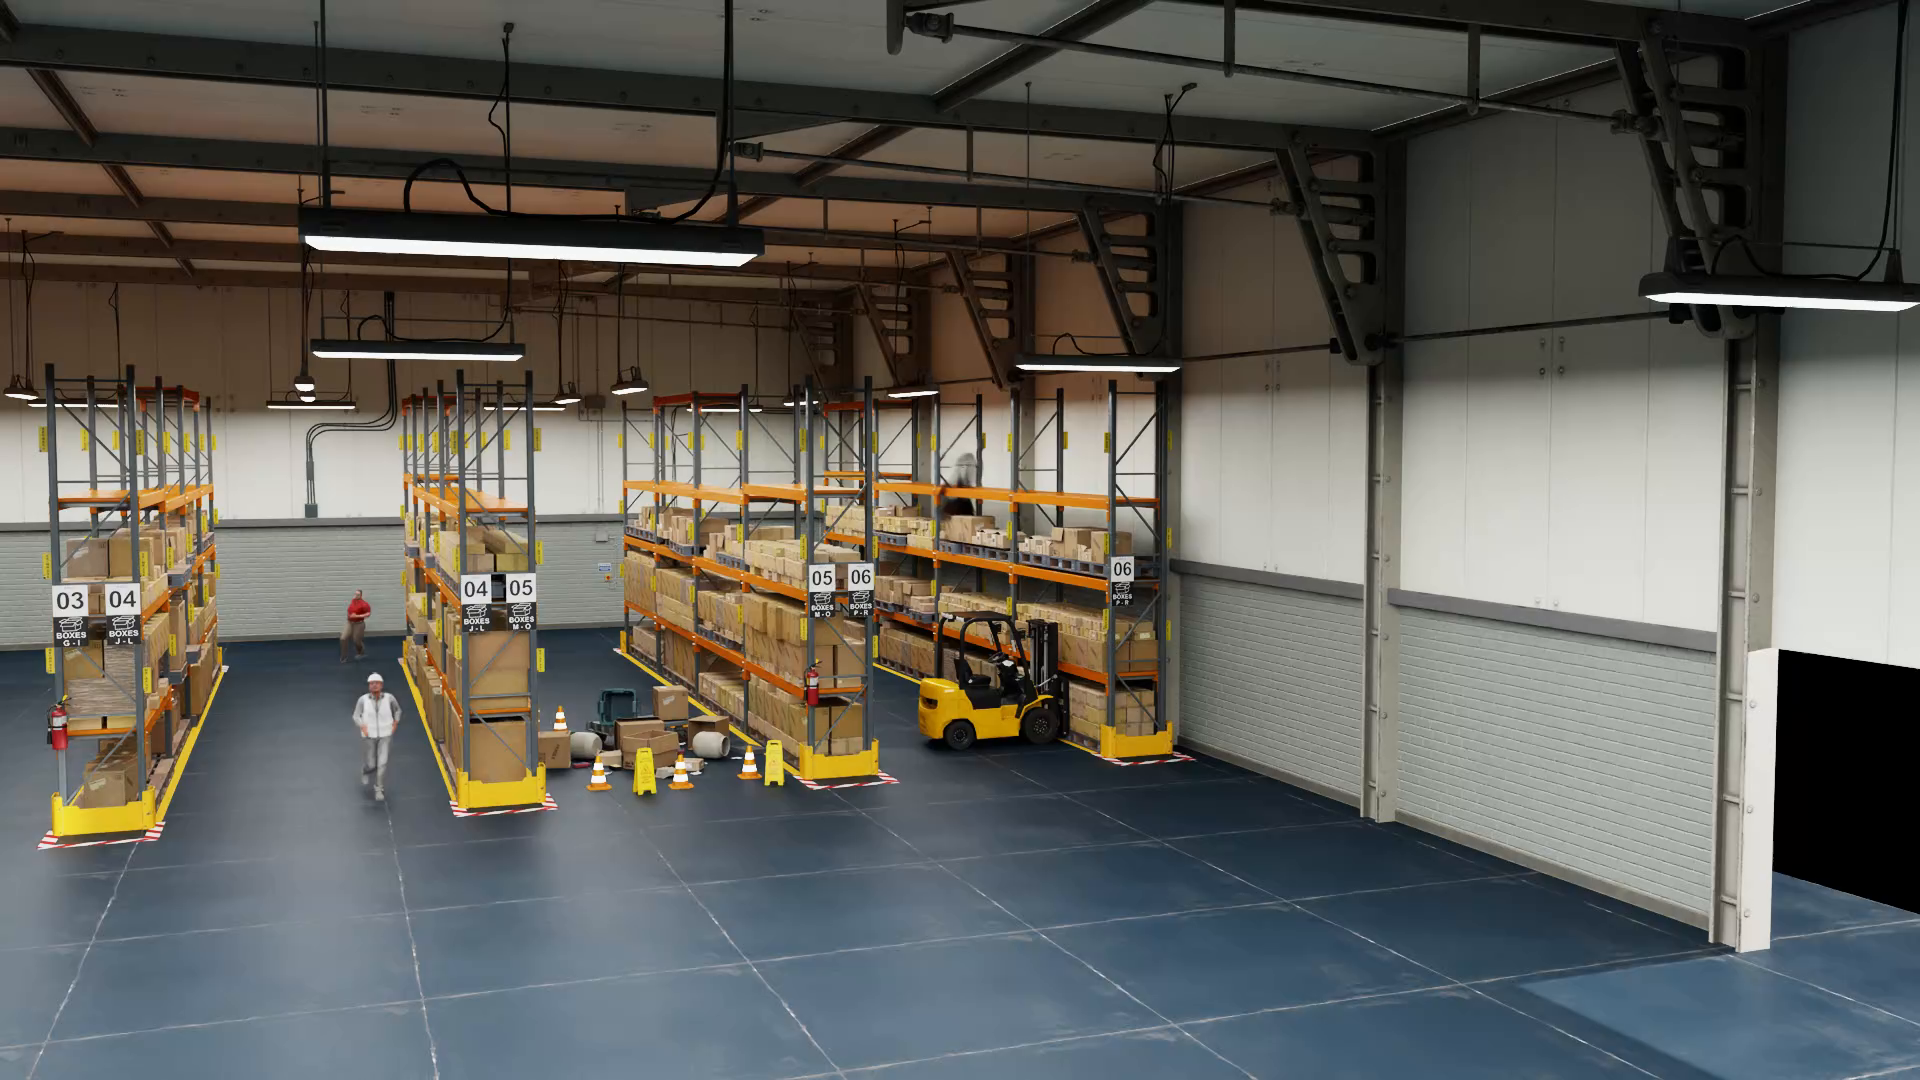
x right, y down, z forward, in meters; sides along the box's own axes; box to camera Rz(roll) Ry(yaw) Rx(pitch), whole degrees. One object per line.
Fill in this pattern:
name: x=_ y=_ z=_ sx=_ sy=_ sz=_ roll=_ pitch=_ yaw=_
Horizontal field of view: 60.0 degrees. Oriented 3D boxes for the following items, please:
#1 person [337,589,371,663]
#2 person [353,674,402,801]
person: x=-13.739 y=1.990 z=37.976 sx=0.818 sy=1.754 sz=0.708 roll=1 pitch=4 yaw=20
person: x=-8.252 y=2.765 z=23.575 sx=0.668 sy=1.765 sz=0.758 roll=-1 pitch=4 yaw=-22
